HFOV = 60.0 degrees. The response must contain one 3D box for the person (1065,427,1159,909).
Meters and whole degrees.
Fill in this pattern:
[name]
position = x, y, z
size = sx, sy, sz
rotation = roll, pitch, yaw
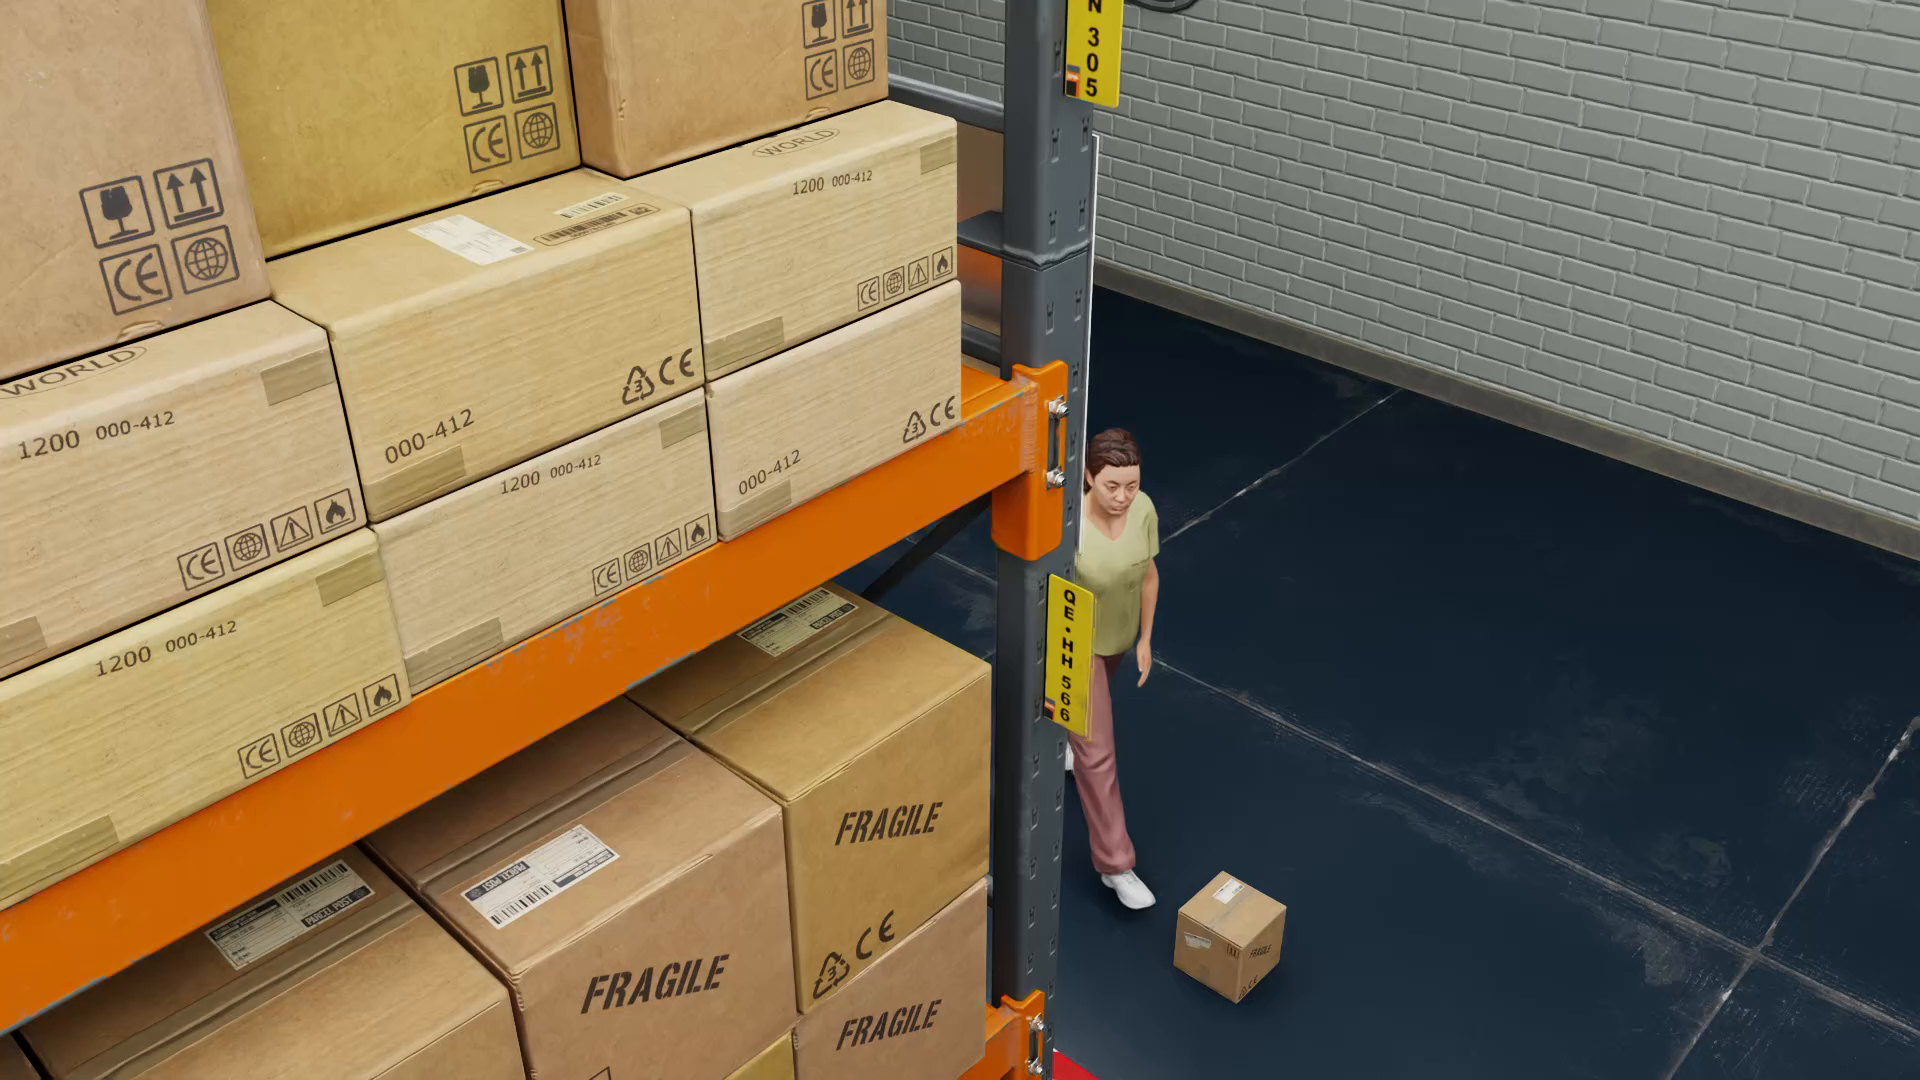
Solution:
[person]
position = 0.456, 0.337, 5.587
size = 0.461, 1.610, 1.066
rotation = -17, 35, -26
